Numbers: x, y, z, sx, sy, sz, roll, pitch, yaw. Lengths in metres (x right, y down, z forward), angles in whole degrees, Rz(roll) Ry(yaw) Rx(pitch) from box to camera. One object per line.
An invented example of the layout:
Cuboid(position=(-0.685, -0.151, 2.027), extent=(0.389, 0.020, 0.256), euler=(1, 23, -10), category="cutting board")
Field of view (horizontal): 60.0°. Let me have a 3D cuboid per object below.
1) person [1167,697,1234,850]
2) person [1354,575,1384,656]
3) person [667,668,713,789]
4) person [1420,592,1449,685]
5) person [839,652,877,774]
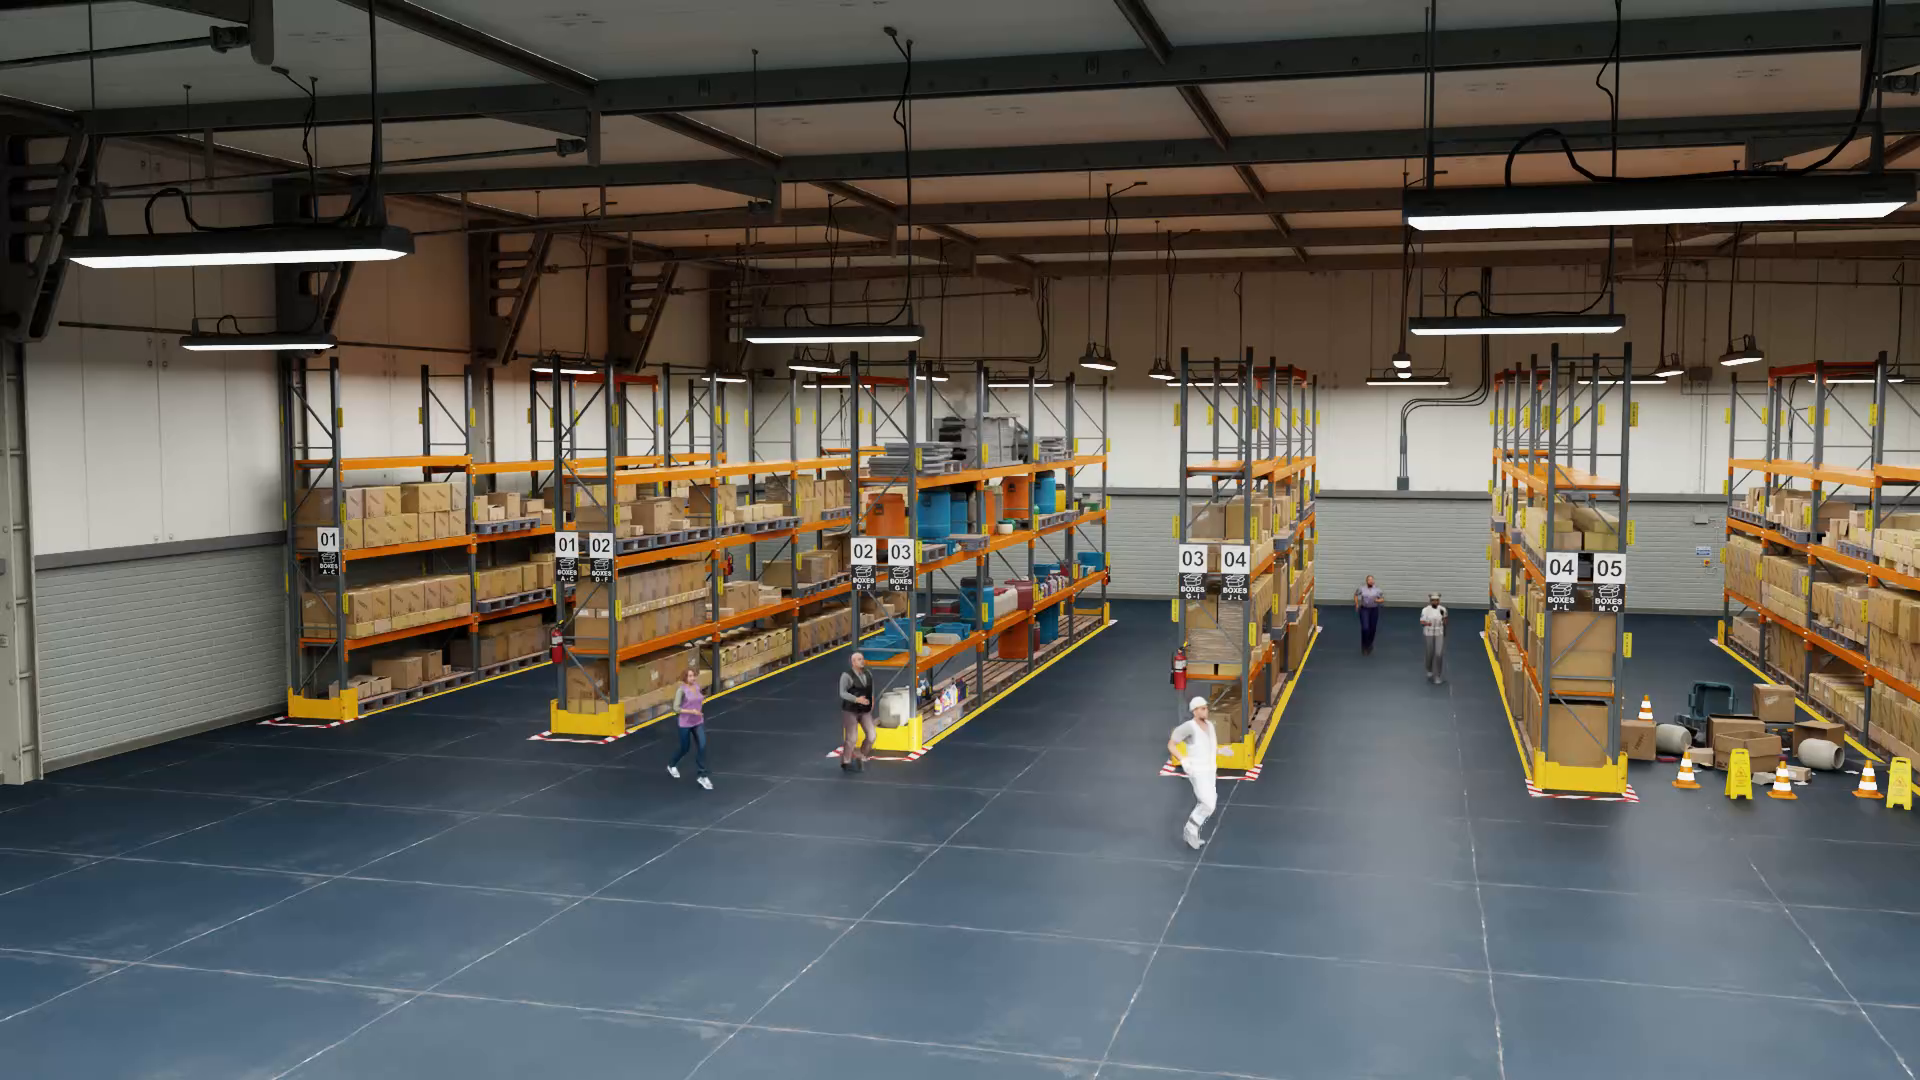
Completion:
Cuboid(position=(2.827, 2.703, 19.234), extent=(0.640, 1.767, 0.619), euler=(-4, 6, -43), category="person")
Cuboid(position=(8.696, 1.601, 35.354), extent=(0.579, 1.690, 0.748), euler=(0, 4, 2), category="person")
Cuboid(position=(-3.689, 2.537, 22.647), extent=(0.860, 1.614, 0.550), euler=(4, 6, 45), category="person")
Cuboid(position=(8.989, 1.847, 31.537), extent=(0.519, 1.741, 0.828), euler=(1, 4, 16), category="person")
Cuboid(position=(-1.403, 2.446, 23.382), extent=(0.681, 1.741, 0.685), euler=(-3, 5, -36), category="person")
